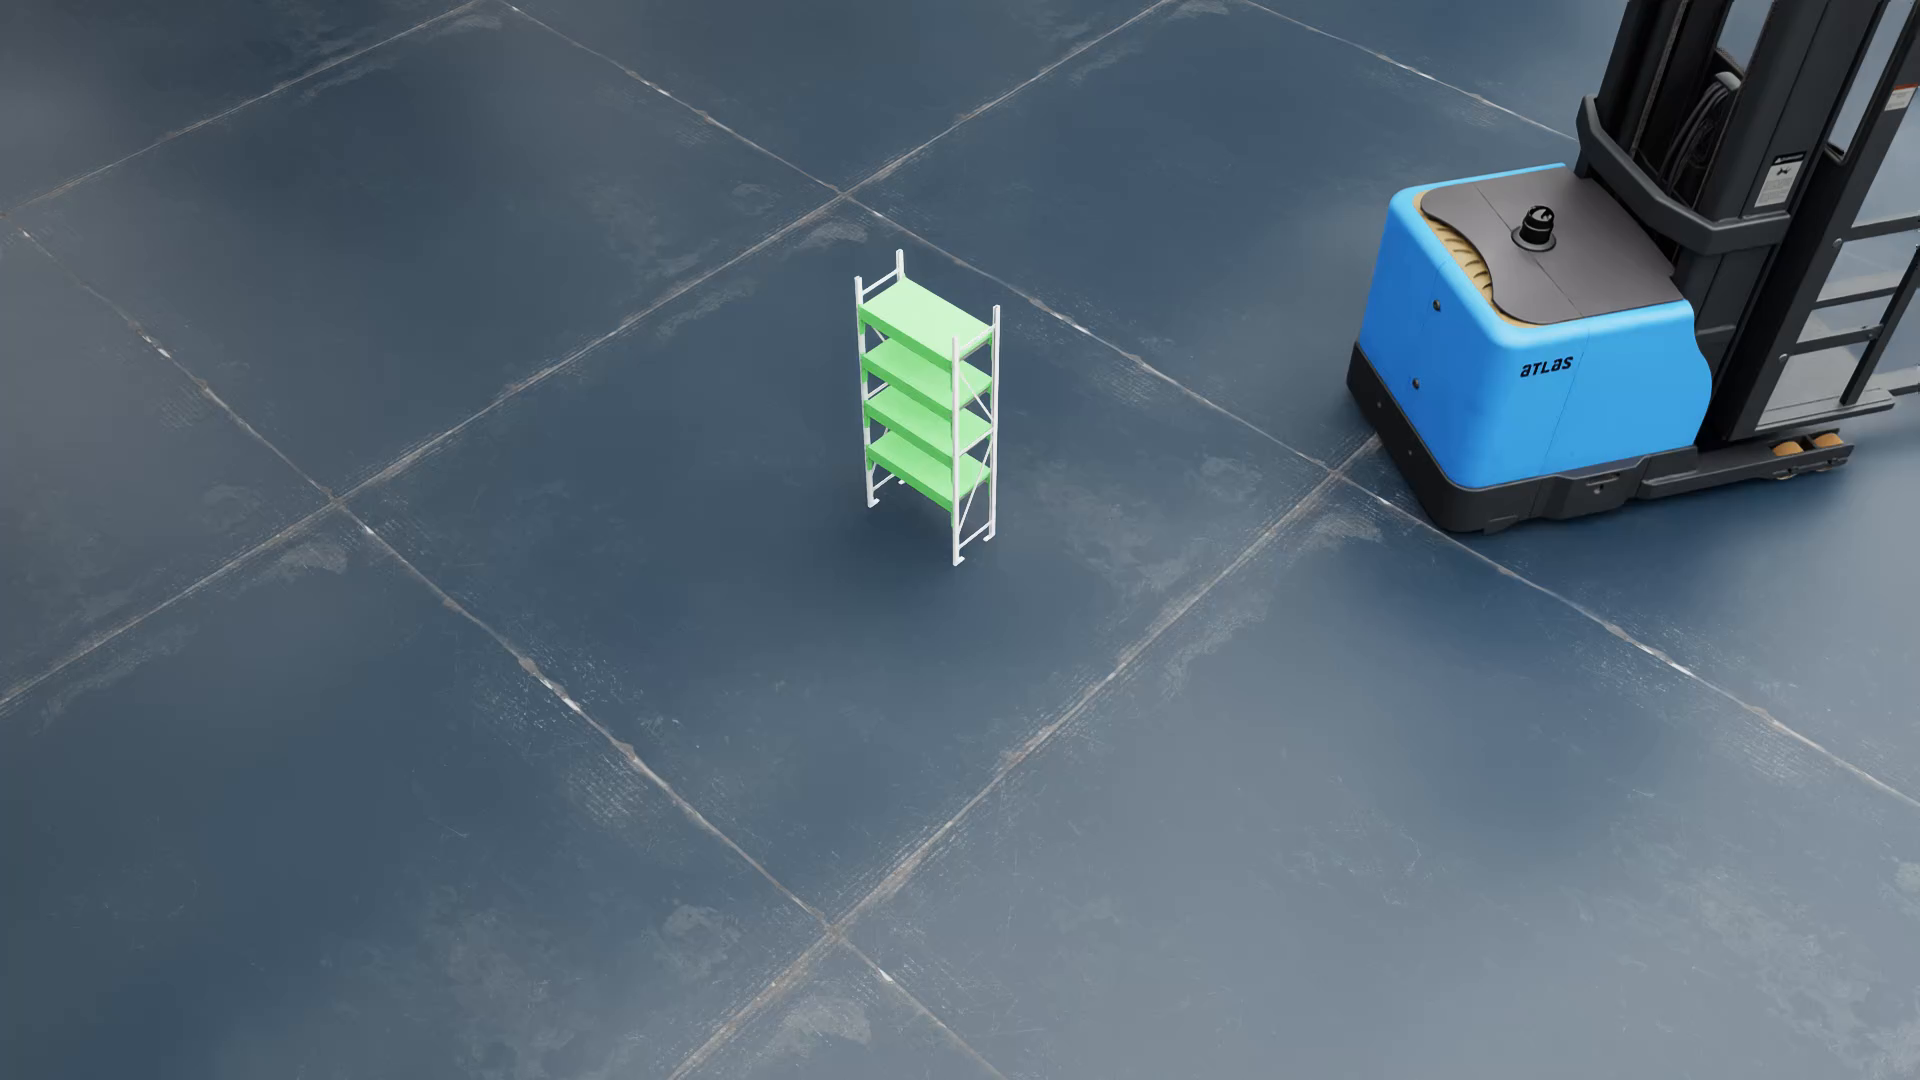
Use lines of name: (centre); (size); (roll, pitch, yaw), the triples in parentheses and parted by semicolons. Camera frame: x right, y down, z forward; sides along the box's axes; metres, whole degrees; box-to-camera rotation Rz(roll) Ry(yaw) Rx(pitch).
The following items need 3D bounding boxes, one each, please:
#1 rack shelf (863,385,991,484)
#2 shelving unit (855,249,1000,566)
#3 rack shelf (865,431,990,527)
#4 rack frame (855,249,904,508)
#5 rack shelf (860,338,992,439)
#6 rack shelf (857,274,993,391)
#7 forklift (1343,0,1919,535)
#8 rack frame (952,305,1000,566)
rack shelf: (-0.122, -0.449, 6.545); (0.480, 0.148, 0.258); (34, 55, 28)
shelving unit: (-0.122, -0.493, 6.498); (0.503, 1.200, 0.258); (34, 55, 28)
rack shelf: (-0.122, -0.285, 6.720); (0.480, 0.148, 0.258); (34, 55, 28)
rack frame: (-0.301, -0.613, 6.611); (0.015, 1.200, 0.240); (34, 55, 28)
rack shelf: (-0.122, -0.613, 6.370); (0.480, 0.148, 0.258); (34, 55, 28)
rack shelf: (-0.122, -0.777, 6.195); (0.480, 0.148, 0.258); (34, 55, 28)
forklift: (3.282, -1.620, 6.369); (3.031, 2.935, 1.130); (-11, 48, -10)
rack frame: (0.058, -0.372, 6.385); (0.015, 1.200, 0.240); (34, 55, 28)
